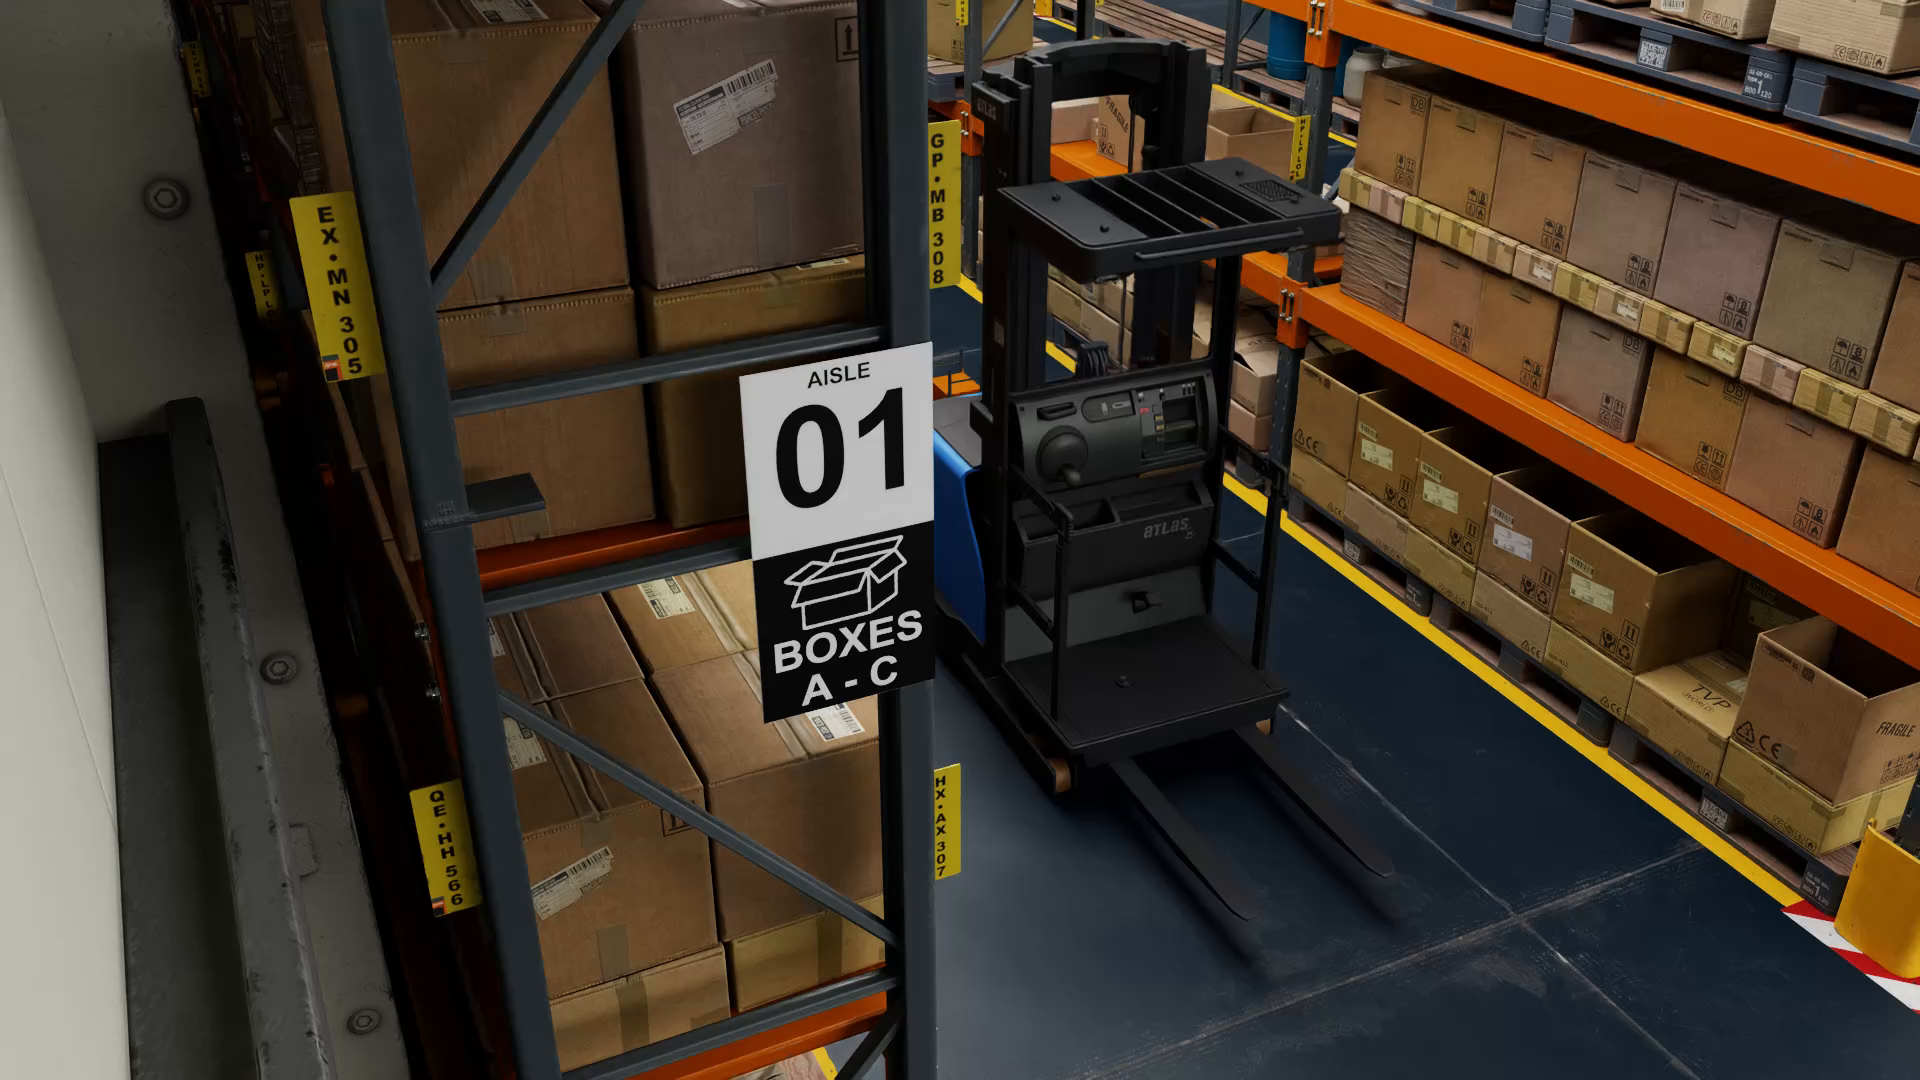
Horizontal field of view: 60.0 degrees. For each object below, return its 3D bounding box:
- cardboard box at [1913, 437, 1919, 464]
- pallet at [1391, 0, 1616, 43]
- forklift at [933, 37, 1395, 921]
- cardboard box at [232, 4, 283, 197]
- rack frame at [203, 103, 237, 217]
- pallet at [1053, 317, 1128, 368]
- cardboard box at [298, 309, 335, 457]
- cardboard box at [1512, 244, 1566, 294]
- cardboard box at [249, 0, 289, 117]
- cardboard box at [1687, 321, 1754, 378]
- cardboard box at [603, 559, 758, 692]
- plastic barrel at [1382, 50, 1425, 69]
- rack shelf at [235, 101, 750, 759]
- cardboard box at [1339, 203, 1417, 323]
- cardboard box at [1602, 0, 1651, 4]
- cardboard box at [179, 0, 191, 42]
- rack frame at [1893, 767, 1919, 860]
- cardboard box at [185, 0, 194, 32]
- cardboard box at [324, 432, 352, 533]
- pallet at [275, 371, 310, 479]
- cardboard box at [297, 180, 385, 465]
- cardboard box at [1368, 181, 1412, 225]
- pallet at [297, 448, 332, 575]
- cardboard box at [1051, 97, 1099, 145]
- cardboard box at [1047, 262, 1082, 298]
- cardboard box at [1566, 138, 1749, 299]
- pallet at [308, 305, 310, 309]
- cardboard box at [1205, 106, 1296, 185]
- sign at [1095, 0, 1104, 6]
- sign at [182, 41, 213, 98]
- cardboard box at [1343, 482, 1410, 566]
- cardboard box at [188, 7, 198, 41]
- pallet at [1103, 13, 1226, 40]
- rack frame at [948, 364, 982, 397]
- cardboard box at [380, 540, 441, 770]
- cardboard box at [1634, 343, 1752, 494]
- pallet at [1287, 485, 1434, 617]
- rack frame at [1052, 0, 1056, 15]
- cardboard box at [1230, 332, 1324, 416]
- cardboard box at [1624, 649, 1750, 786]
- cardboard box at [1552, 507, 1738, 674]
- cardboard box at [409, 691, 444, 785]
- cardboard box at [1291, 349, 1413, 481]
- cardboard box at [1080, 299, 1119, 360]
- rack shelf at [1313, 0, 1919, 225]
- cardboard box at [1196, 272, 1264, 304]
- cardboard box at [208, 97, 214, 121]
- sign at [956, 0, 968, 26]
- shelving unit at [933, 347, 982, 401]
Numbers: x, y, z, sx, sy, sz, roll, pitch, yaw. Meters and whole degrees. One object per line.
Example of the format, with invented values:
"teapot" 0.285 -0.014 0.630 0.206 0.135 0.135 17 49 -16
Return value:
"cardboard box" 3.602 -0.333 5.843 0.380 0.149 0.250 -14 32 -23
"pallet" 2.610 -2.543 7.573 1.003 0.211 1.213 -13 32 -22
"forklift" 0.756 -0.427 6.847 1.130 2.935 3.031 -12 31 -20
"cardboard box" -2.049 -1.461 5.431 0.500 0.500 0.500 -12 31 -20
"rack frame" -5.686 -4.137 13.392 1.000 3.000 0.127 -13 32 -22
"pallet" 1.342 -1.285 11.158 1.003 0.211 1.213 -13 32 -22
"cardboard box" -2.238 -0.622 6.490 0.500 0.500 0.500 -14 32 -23
"cardboard box" 2.718 -1.243 7.467 0.380 0.149 0.250 -14 32 -23
"cardboard box" -1.600 -1.453 4.394 0.500 0.500 0.500 -13 32 -22
"cardboard box" 3.159 -0.789 6.656 0.380 0.149 0.250 -12 31 -20
"cardboard box" -0.671 0.399 4.669 0.500 0.500 0.500 -13 32 -22
"plastic barrel" 4.269 -4.293 15.706 0.600 0.588 0.708 -13 32 -22
"rack shelf" -1.393 -0.714 4.956 1.077 0.370 4.000 -13 32 -22
"cardboard box" 2.417 -1.494 8.576 0.700 0.500 0.500 -14 32 -23
"cardboard box" 2.814 -2.488 6.707 0.797 0.503 0.637 -10 31 -16
"cardboard box" -5.716 -4.063 12.833 0.500 0.500 0.500 -14 32 -24
"rack frame" 3.938 0.122 5.796 1.000 3.000 0.127 -13 32 -22
"cardboard box" -4.834 -3.482 11.030 0.500 0.250 0.500 -14 32 -23
"cardboard box" -2.243 -0.294 6.671 0.500 0.250 0.500 -13 32 -21
"pallet" -3.635 -0.808 10.307 1.003 0.211 1.213 -13 32 -22
"cardboard box" -1.173 -0.540 3.788 0.500 0.500 0.500 -13 32 -22
"cardboard box" 2.269 -1.701 8.283 0.380 0.149 0.250 -13 32 -21
"pallet" -3.115 -0.270 9.347 1.003 0.211 1.213 -13 32 -22
"cardboard box" 0.713 -2.937 11.343 0.500 0.311 0.500 -13 32 -23
"cardboard box" 0.913 -1.891 11.195 0.500 0.311 0.500 -14 32 -23
"cardboard box" 3.064 -1.394 7.073 0.700 0.500 0.500 -13 32 -22
"pallet" -2.448 -0.887 7.793 1.003 0.211 1.213 -13 32 -22
"cardboard box" 1.680 -2.264 9.949 0.500 0.500 0.500 -11 31 -18
"sign" 1.004 -4.035 12.026 0.100 0.325 0.005 -13 32 -22
"sign" -4.469 -2.757 9.747 0.100 0.325 0.005 -13 32 -22
"cardboard box" 2.356 -0.138 8.643 0.500 0.250 0.500 -13 32 -22
"cardboard box" -4.617 -3.254 10.625 0.500 0.250 0.500 -14 32 -24
"pallet" 2.383 -5.857 19.311 1.003 0.211 1.213 -13 32 -22
"rack frame" 0.029 -0.428 8.771 0.200 1.050 0.008 -13 32 -22
"cardboard box" -1.362 0.278 4.885 0.500 0.500 0.500 -14 32 -23
"cardboard box" 3.312 -0.582 6.950 0.700 0.500 0.500 -13 32 -22
"pallet" 2.525 -0.068 8.987 1.003 0.211 1.213 -13 32 -22
"rack frame" 1.545 -7.984 20.253 1.000 3.000 0.127 -13 32 -22
"cardboard box" 1.788 -0.992 9.592 0.500 0.311 0.500 -13 32 -22
"cardboard box" 3.216 0.745 7.067 0.500 0.250 0.500 -13 32 -22
"cardboard box" 2.997 0.198 7.276 0.500 0.500 0.500 -13 32 -22
"cardboard box" -1.362 0.607 5.065 0.500 0.250 0.500 -13 32 -22
"cardboard box" 2.137 -0.685 8.851 0.500 0.500 0.500 -13 32 -22
"cardboard box" 1.128 -1.426 10.939 0.500 0.250 0.500 -12 32 -21
"rack shelf" 3.080 -1.756 6.814 1.077 0.370 4.000 -13 32 -22
"cardboard box" 1.835 -1.559 10.603 0.500 0.311 0.500 -14 32 -24
"cardboard box" -4.833 -3.155 11.213 0.500 0.500 0.500 -12 32 -21
"sign" 0.018 -3.764 11.624 0.100 0.325 0.005 -13 32 -22
"shelving unit" -0.023 -0.482 8.867 0.215 1.050 0.252 -13 32 -22
